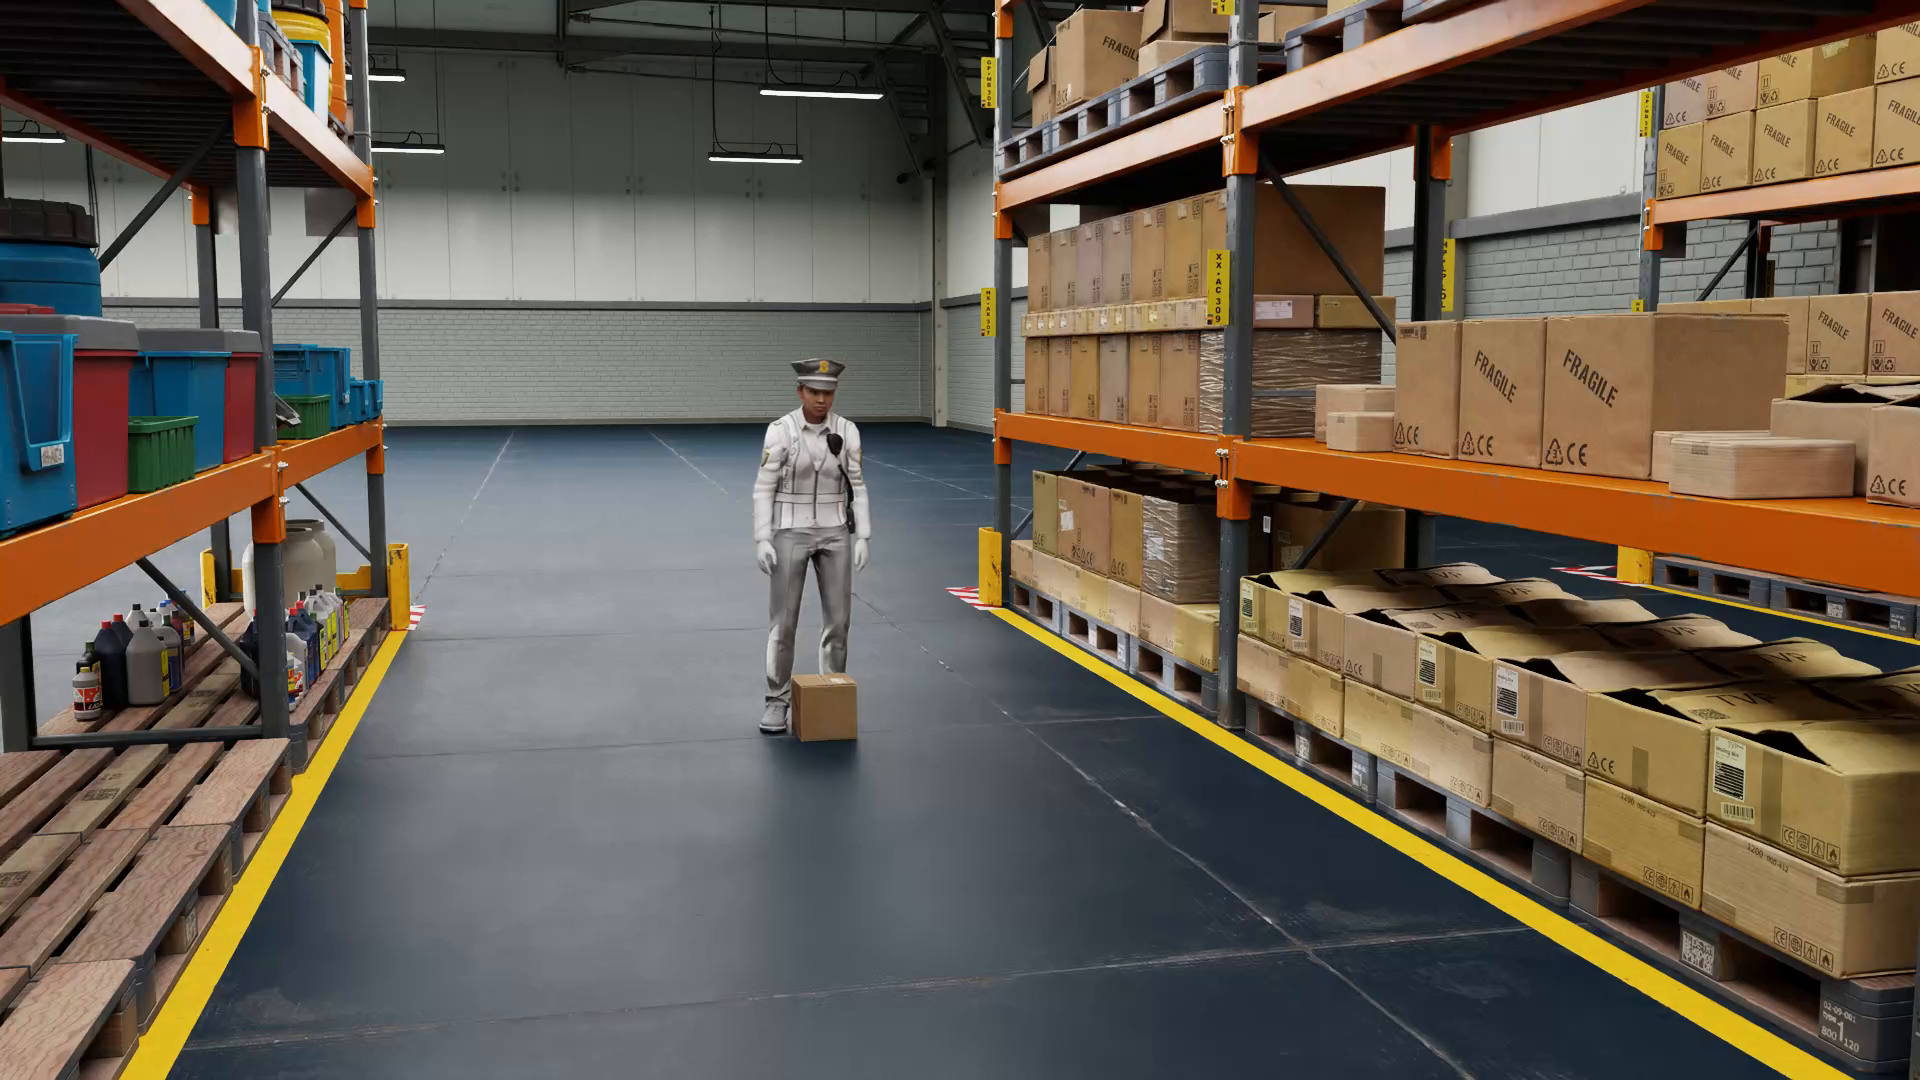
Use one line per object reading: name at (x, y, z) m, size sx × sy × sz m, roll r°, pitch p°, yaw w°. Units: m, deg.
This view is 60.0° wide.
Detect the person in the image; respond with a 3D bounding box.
person at (-0.665, 0.015, 7.532) m, size 0.538 × 1.663 × 0.378 m, roll -2°, pitch 6°, yaw -15°
